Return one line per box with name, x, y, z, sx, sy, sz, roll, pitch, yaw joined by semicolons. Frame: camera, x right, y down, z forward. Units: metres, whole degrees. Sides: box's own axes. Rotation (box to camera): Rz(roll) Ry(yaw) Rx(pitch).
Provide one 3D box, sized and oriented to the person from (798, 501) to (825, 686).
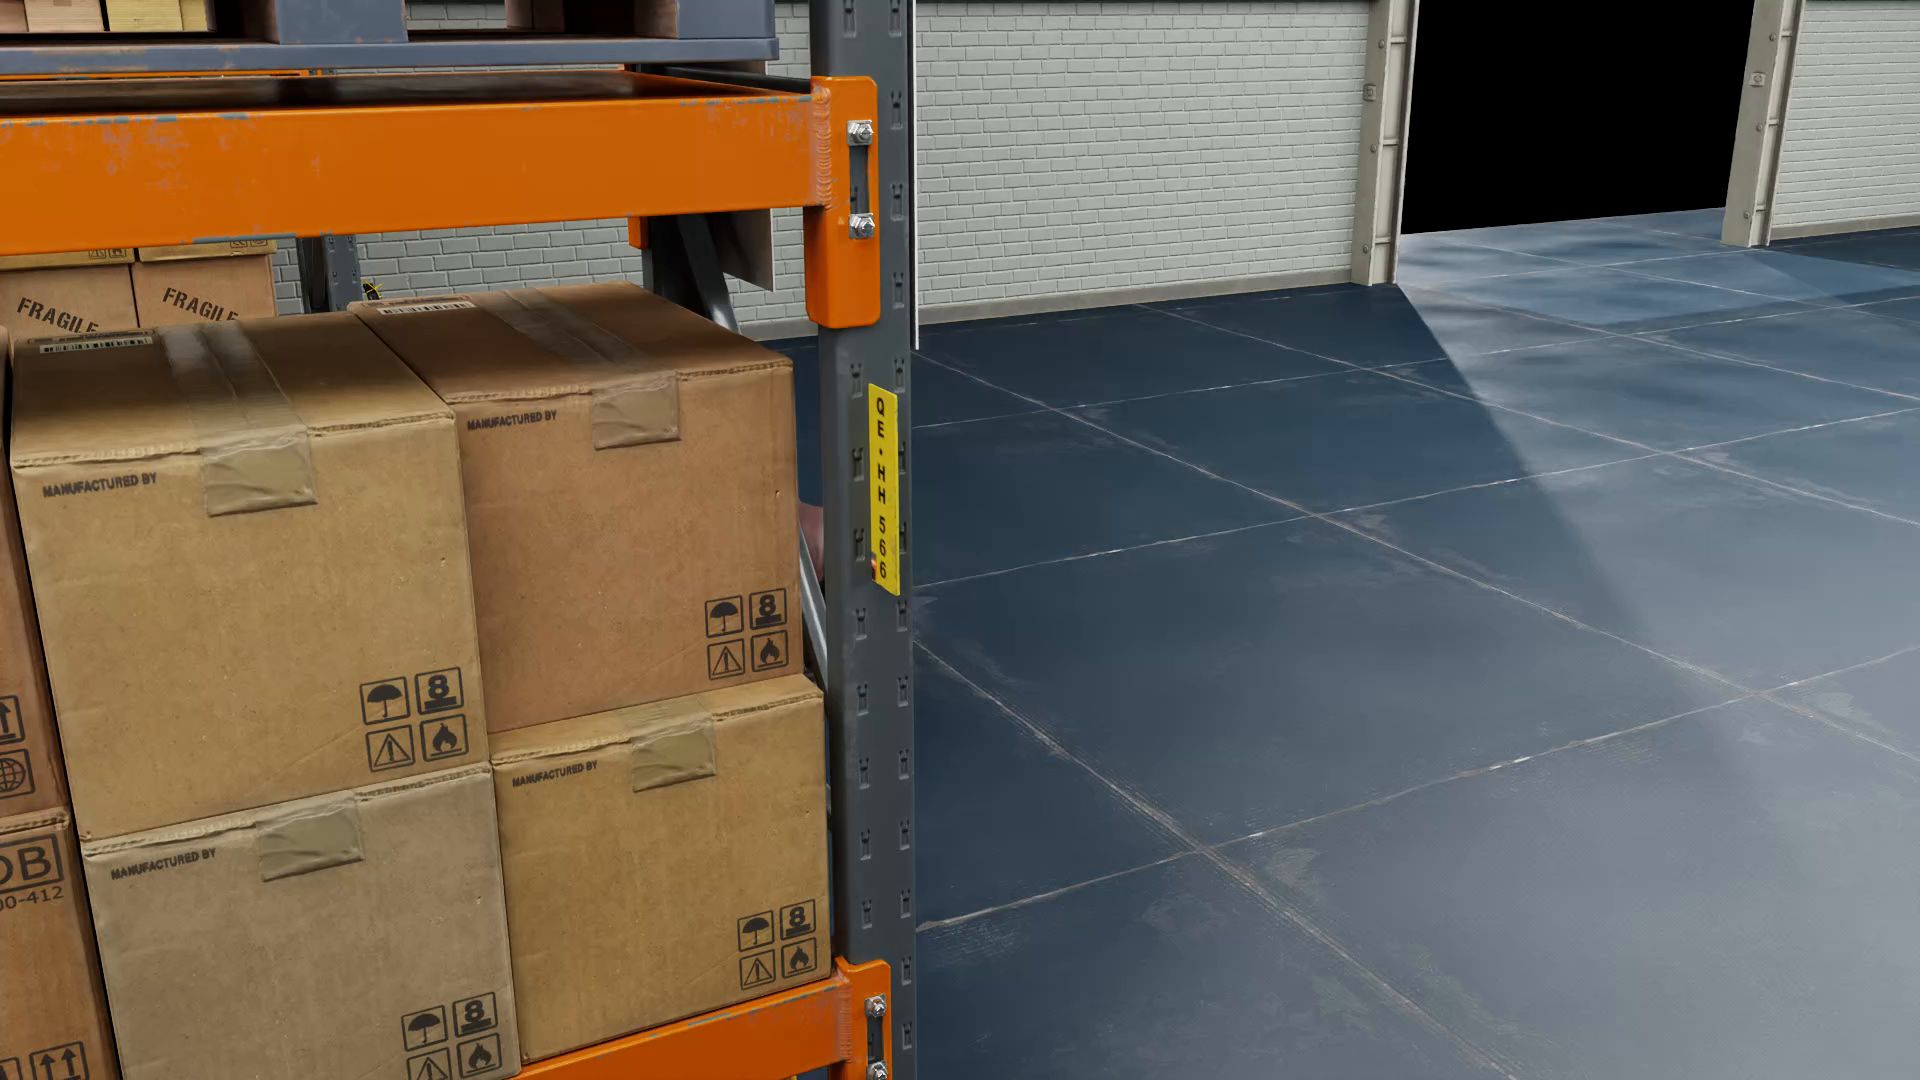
person;-0.700;0.198;7.250;0.902;0.990;0.605;-9;20;-27
